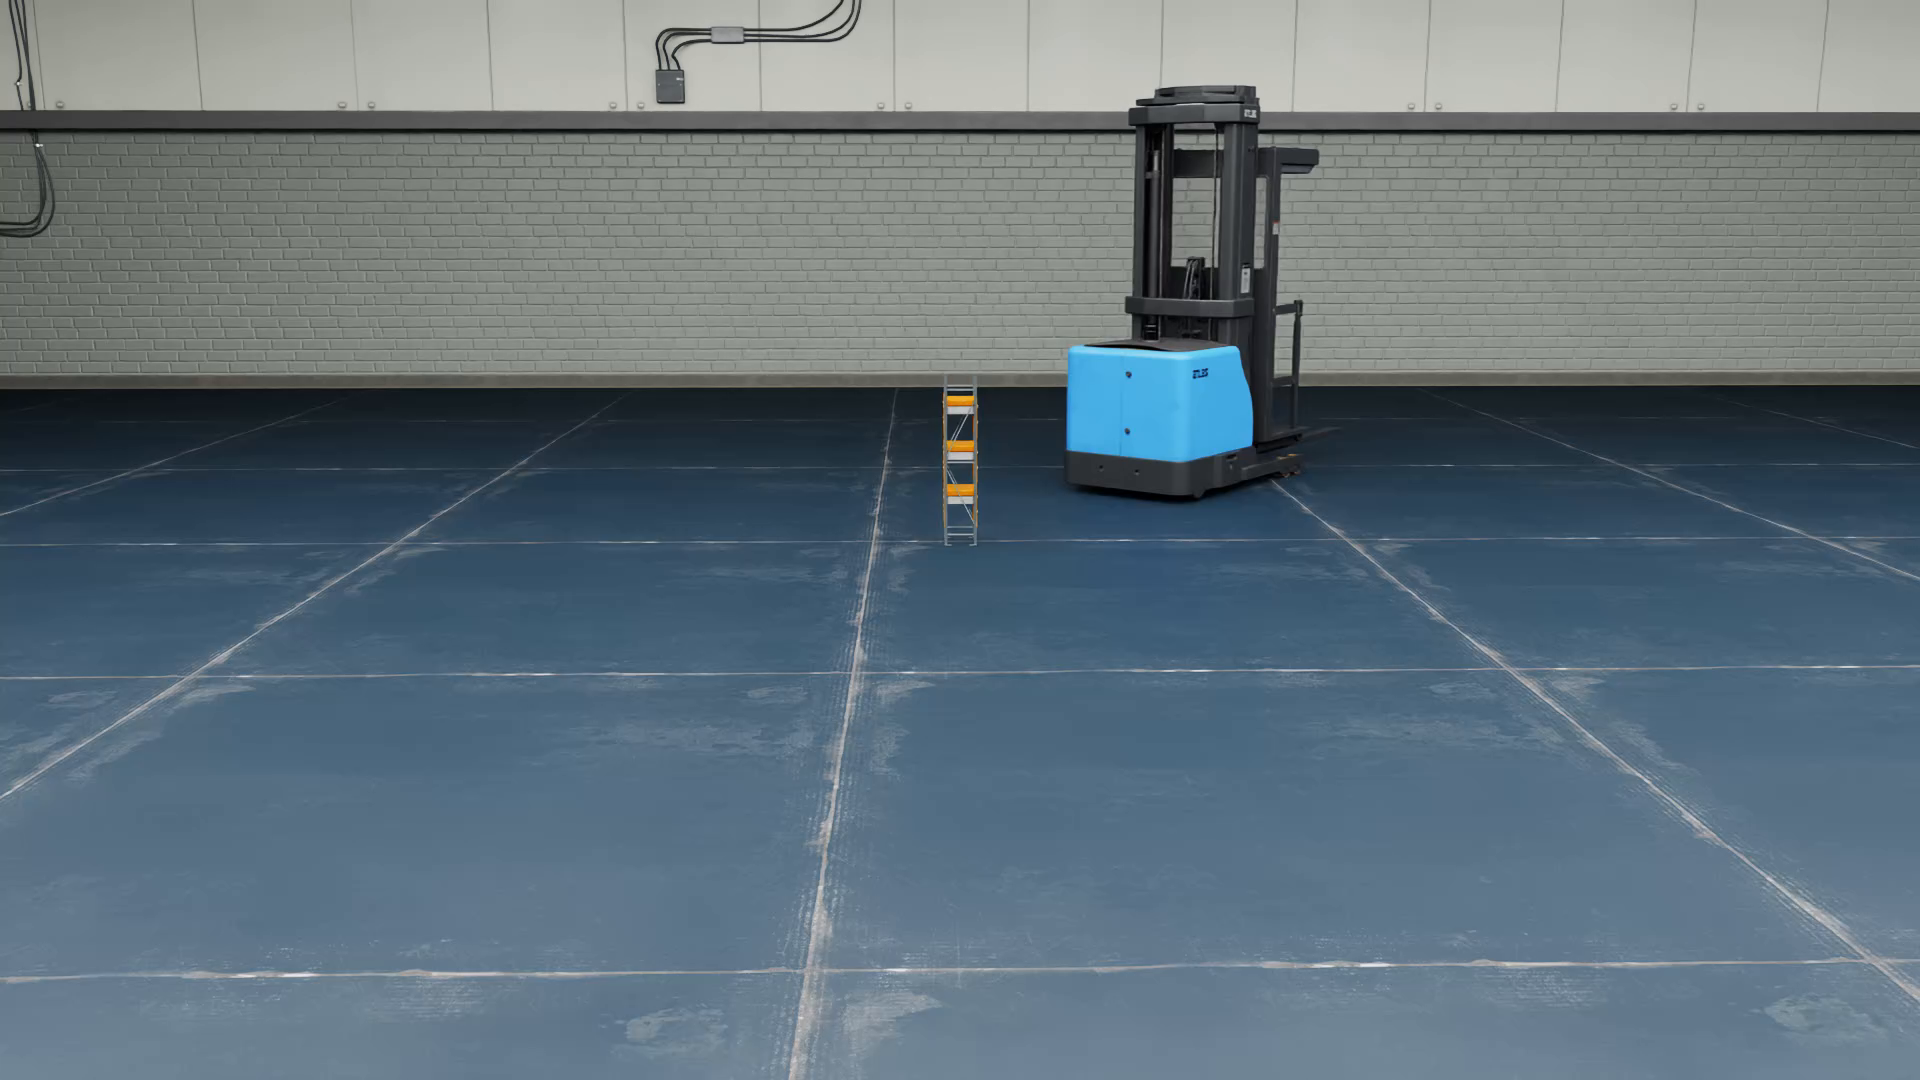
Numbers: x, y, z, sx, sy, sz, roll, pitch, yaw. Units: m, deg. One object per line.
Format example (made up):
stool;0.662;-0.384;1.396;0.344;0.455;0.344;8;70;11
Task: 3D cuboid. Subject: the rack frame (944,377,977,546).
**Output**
rack frame;0.004;-0.480;10.283;0.200;1.050;0.008;0;11;-1

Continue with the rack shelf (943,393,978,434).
rack shelf;0.001;-0.772;10.348;0.215;0.259;0.240;0;11;-1

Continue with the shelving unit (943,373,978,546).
shelving unit;0.001;-0.504;10.402;0.215;1.050;0.252;0;11;-1

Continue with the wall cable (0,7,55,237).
wall cable;-11.724;-4.613;18.473;3.097;2.526;0.112;0;11;-1

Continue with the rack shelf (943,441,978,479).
rack shelf;0.001;-0.494;10.404;0.215;0.259;0.240;0;11;-1

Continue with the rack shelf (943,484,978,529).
rack shelf;0.001;-0.221;10.460;0.215;0.259;0.240;0;11;-1

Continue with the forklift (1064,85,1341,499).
forklift;2.062;-1.973;12.914;1.130;2.935;3.031;9;14;36

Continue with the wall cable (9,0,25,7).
wall cable;-9.019;-7.099;18.025;3.097;2.526;0.112;0;11;-1

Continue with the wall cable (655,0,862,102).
wall cable;-2.232;-7.837;18.003;2.305;6.003;0.169;0;11;-1

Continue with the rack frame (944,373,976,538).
rack frame;-0.001;-0.528;10.522;0.200;1.050;0.008;0;11;-1
